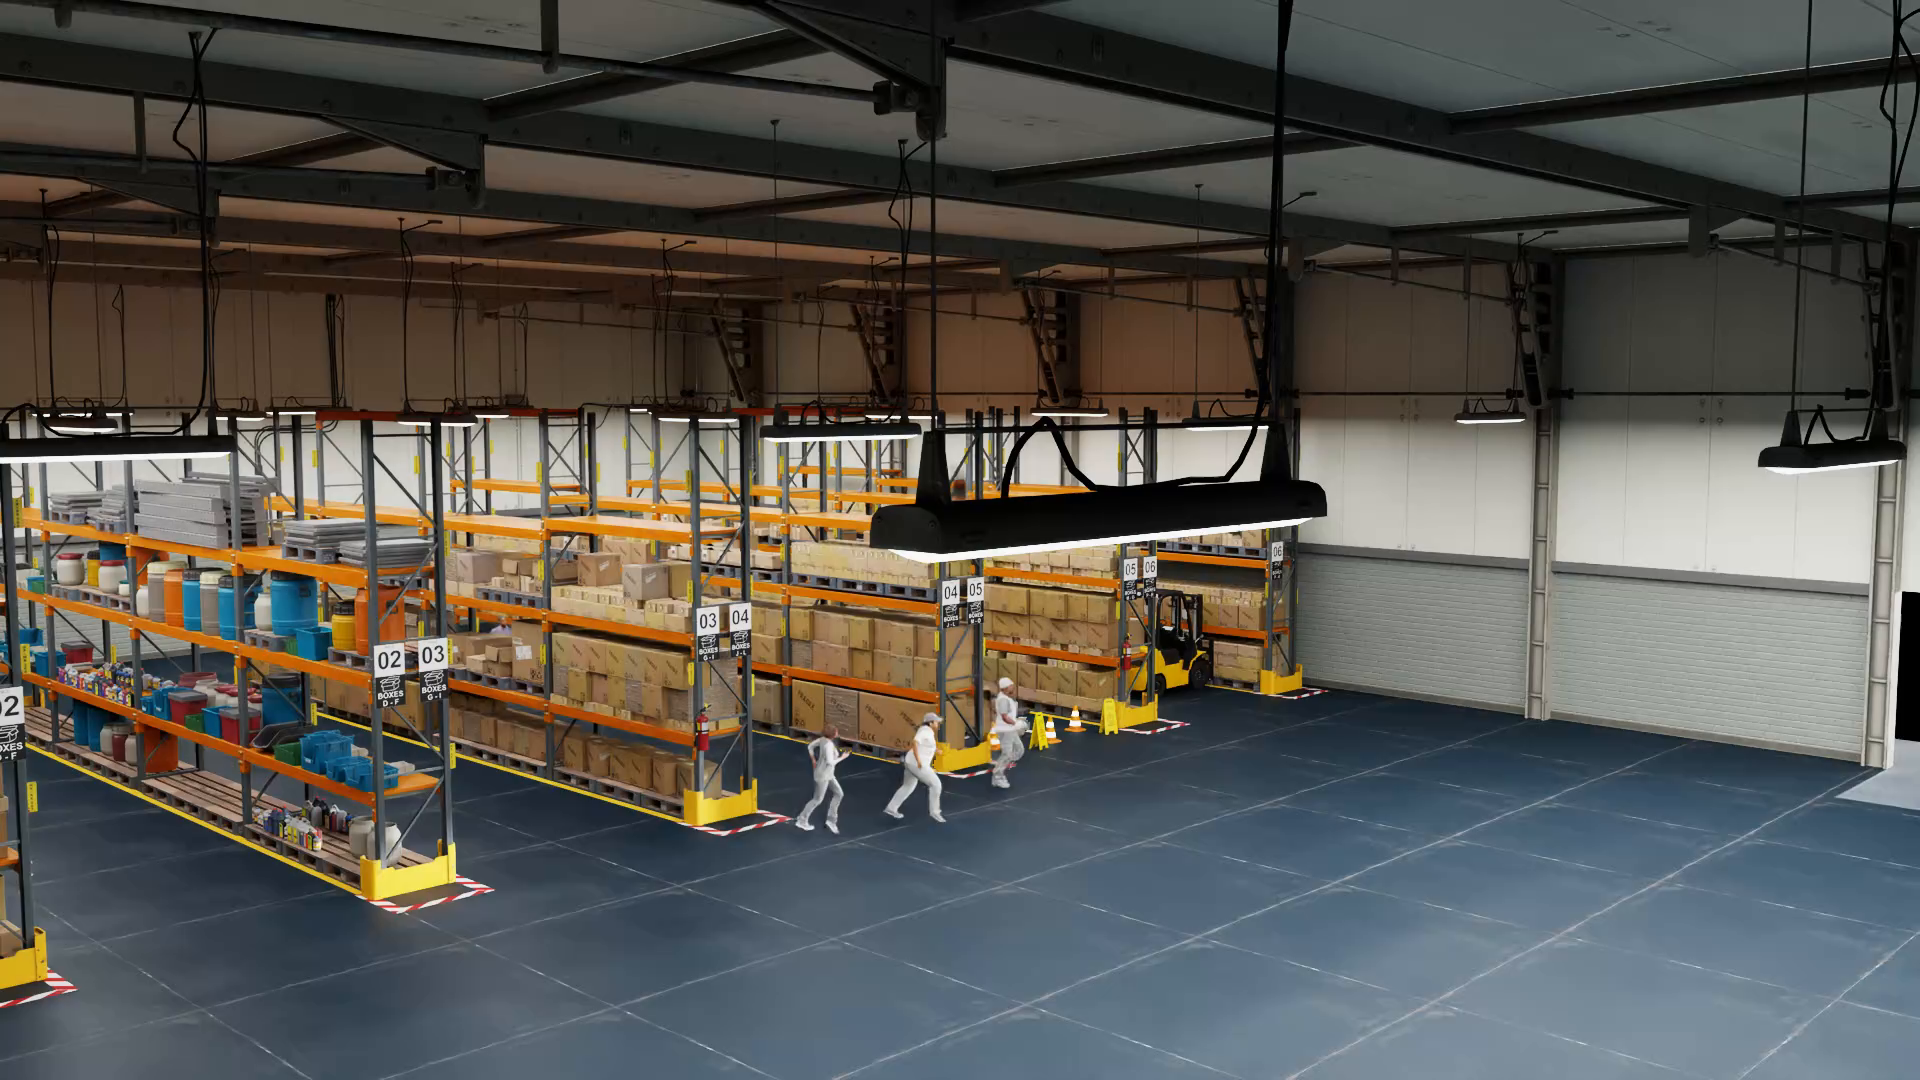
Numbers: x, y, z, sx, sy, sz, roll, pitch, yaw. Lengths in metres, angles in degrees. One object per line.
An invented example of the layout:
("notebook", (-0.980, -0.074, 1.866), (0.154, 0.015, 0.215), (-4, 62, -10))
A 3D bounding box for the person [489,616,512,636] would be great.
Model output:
("person", (-9.683, 2.404, 35.340), (0.544, 1.596, 0.602), (4, 6, 37))

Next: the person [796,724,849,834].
("person", (-1.969, 3.438, 23.816), (0.774, 1.636, 0.509), (0, 5, -4))

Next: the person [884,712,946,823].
("person", (-0.659, 3.367, 24.492), (0.907, 1.658, 0.597), (-1, 5, -11))

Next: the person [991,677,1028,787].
("person", (0.796, 3.085, 26.835), (0.618, 1.752, 0.717), (1, 5, 8))
